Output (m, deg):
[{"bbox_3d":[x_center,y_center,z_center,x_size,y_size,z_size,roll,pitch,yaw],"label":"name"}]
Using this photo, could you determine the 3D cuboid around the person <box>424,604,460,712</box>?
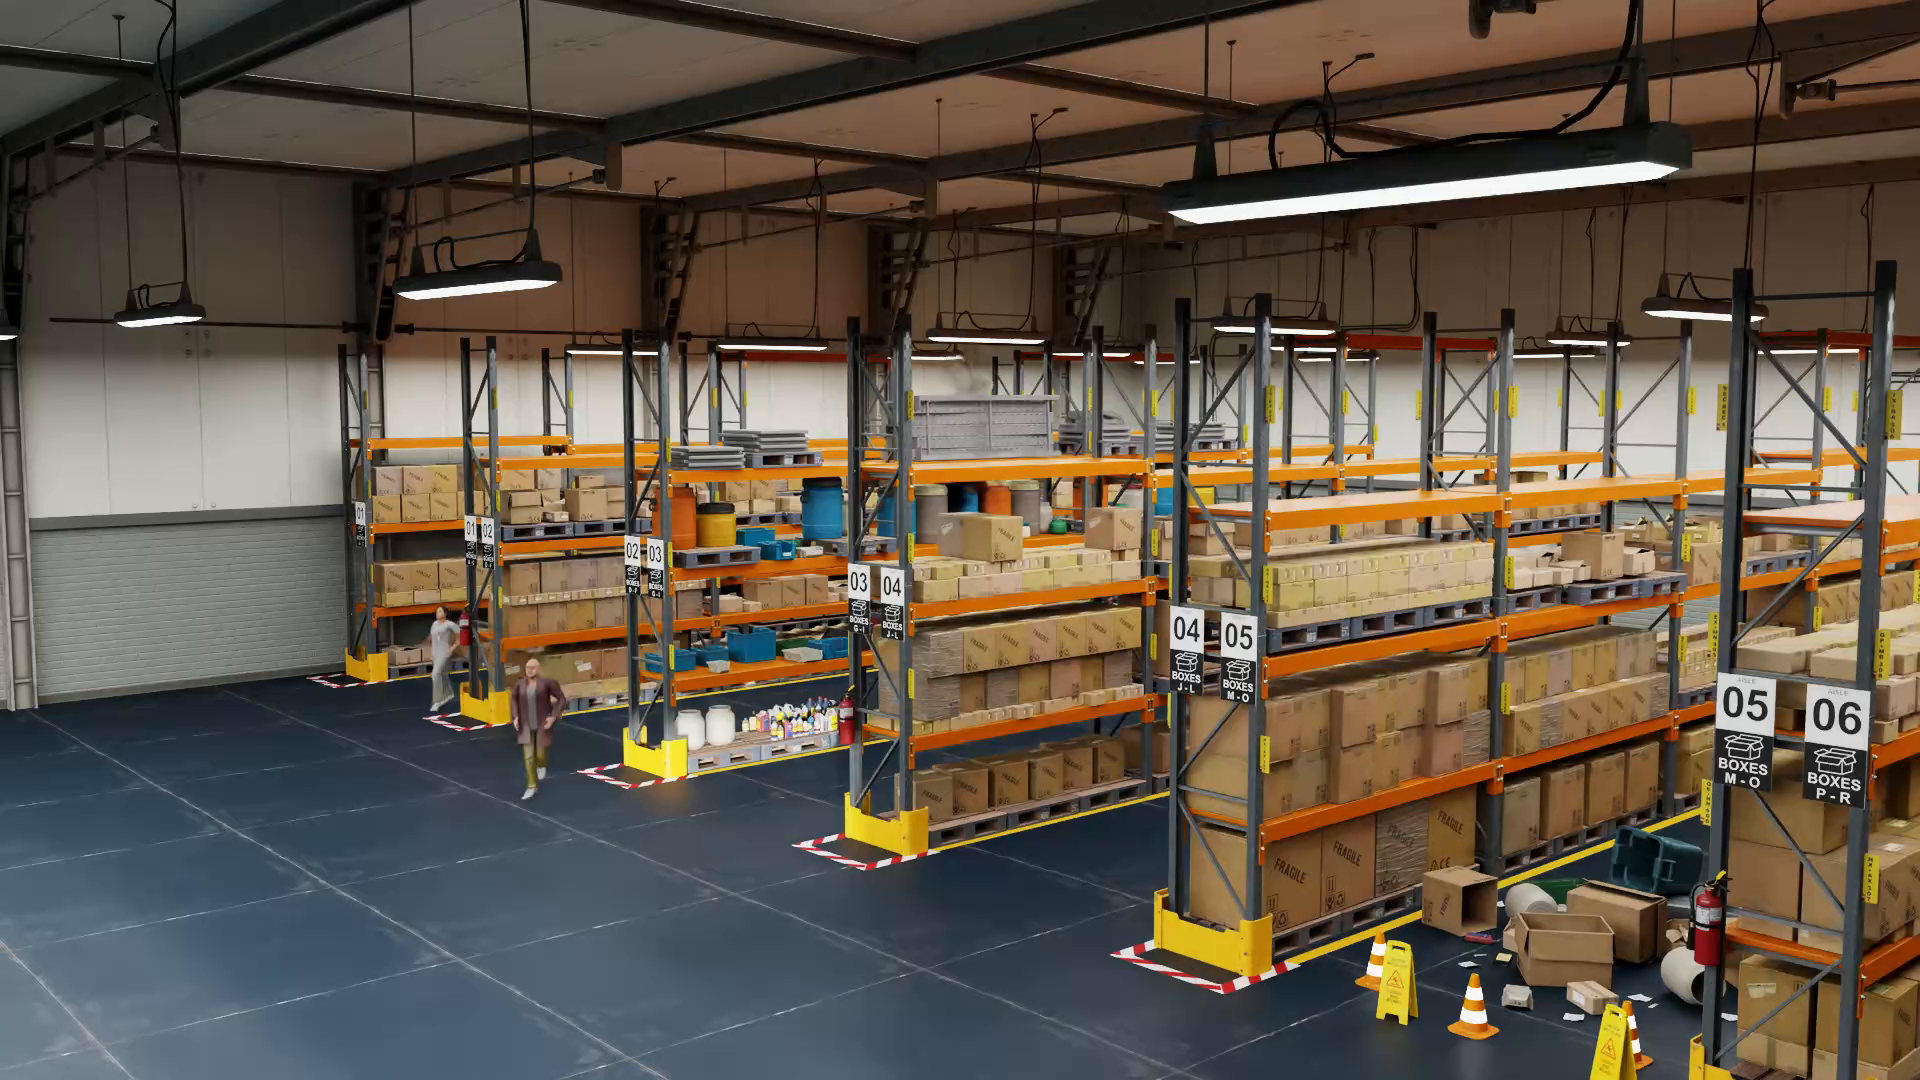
[{"bbox_3d":[-8.435,1.904,27.103,0.594,1.719,0.696,3,6,31],"label":"person"}]

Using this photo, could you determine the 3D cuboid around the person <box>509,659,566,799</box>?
[{"bbox_3d":[-5.418,2.389,21.378,0.727,1.774,0.750,0,5,0],"label":"person"}]

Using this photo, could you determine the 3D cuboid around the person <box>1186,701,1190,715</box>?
[{"bbox_3d":[3.412,1.972,26.035,0.678,1.805,0.733,5,7,43],"label":"person"}]
